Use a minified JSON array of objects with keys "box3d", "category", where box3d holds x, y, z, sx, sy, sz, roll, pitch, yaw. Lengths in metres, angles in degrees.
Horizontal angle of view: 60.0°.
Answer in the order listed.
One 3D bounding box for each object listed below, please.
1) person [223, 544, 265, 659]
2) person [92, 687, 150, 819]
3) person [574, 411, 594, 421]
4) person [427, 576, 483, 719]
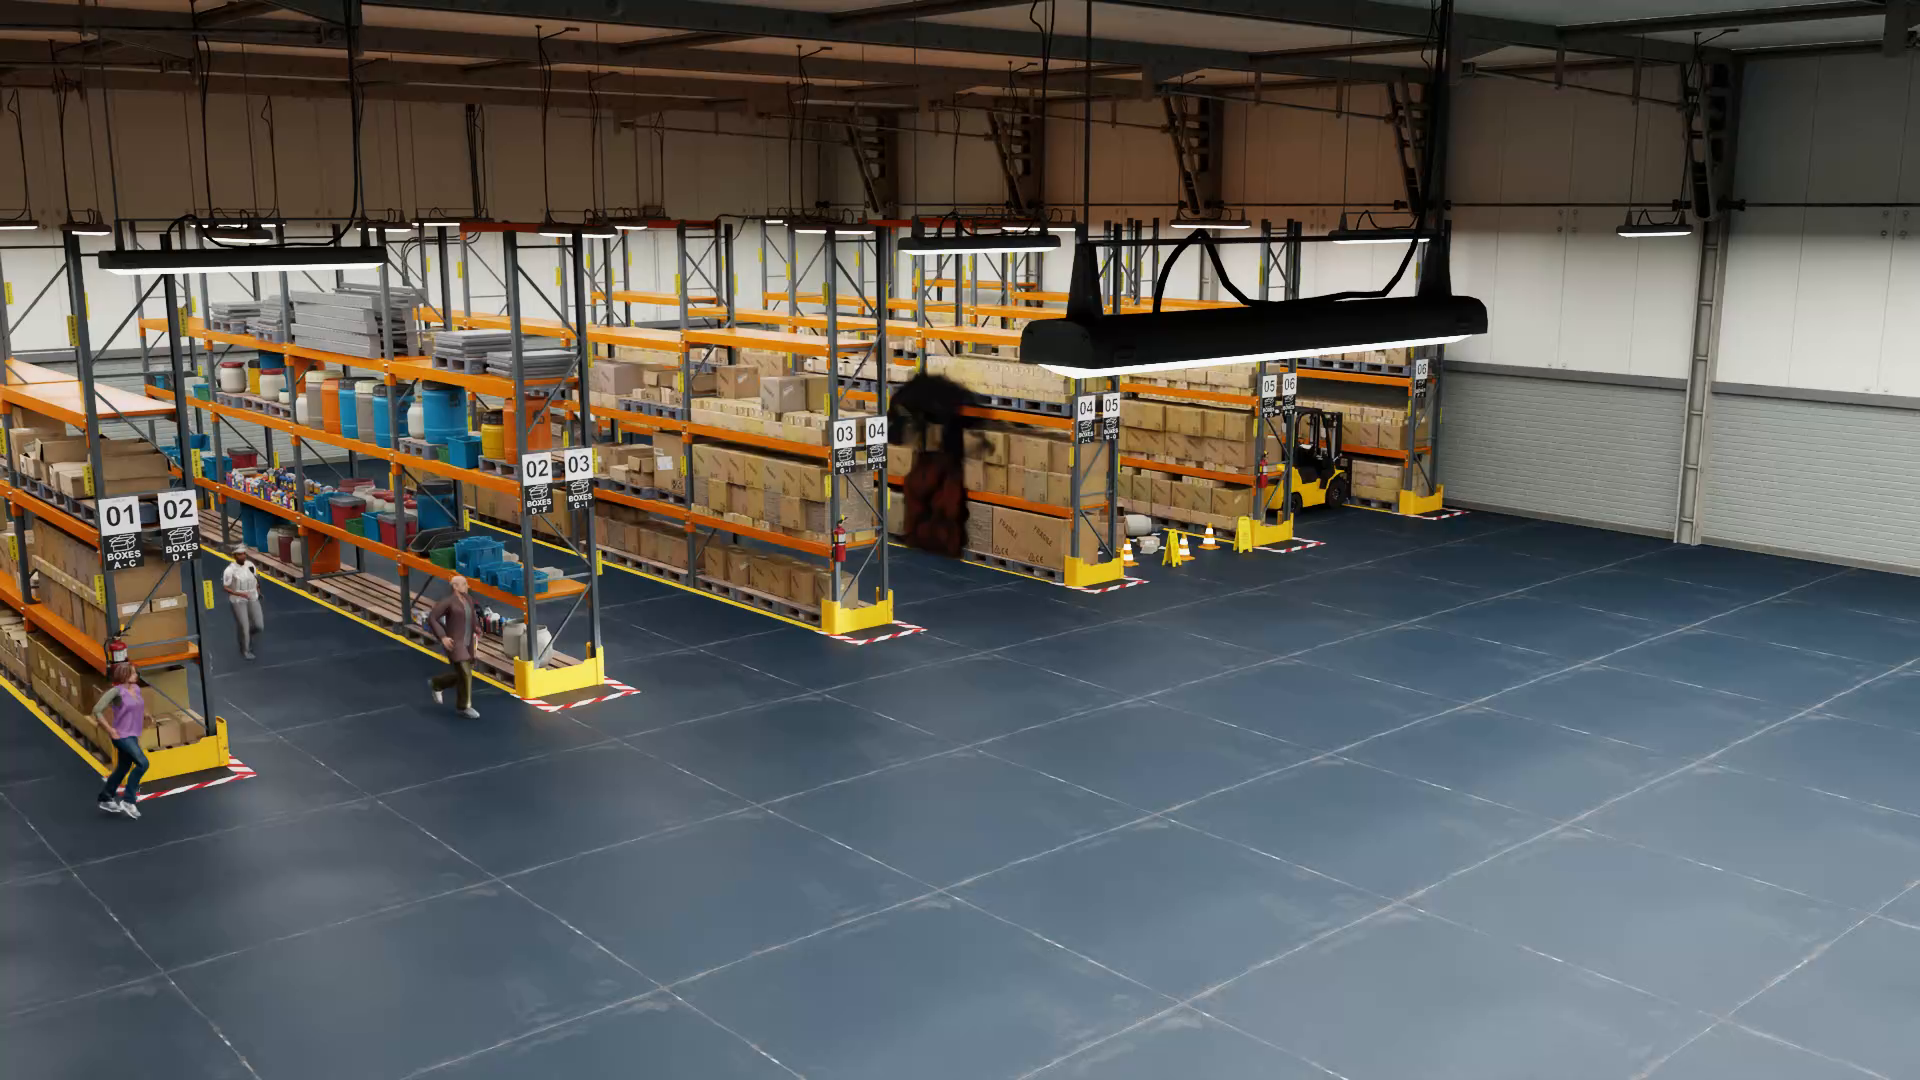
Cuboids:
[{"box3d":[-10.060,0.861,23.441,0.554,1.661,0.569,10,15,40],"category":"person"},{"box3d":[-8.818,2.209,17.553,0.577,1.383,0.554,0,11,-1],"category":"person"},{"box3d":[-9.299,-2.621,40.653,0.587,1.666,0.776,-7,14,-32],"category":"person"},{"box3d":[-6.357,1.321,21.001,0.883,1.750,0.752,5,12,22],"category":"person"}]
